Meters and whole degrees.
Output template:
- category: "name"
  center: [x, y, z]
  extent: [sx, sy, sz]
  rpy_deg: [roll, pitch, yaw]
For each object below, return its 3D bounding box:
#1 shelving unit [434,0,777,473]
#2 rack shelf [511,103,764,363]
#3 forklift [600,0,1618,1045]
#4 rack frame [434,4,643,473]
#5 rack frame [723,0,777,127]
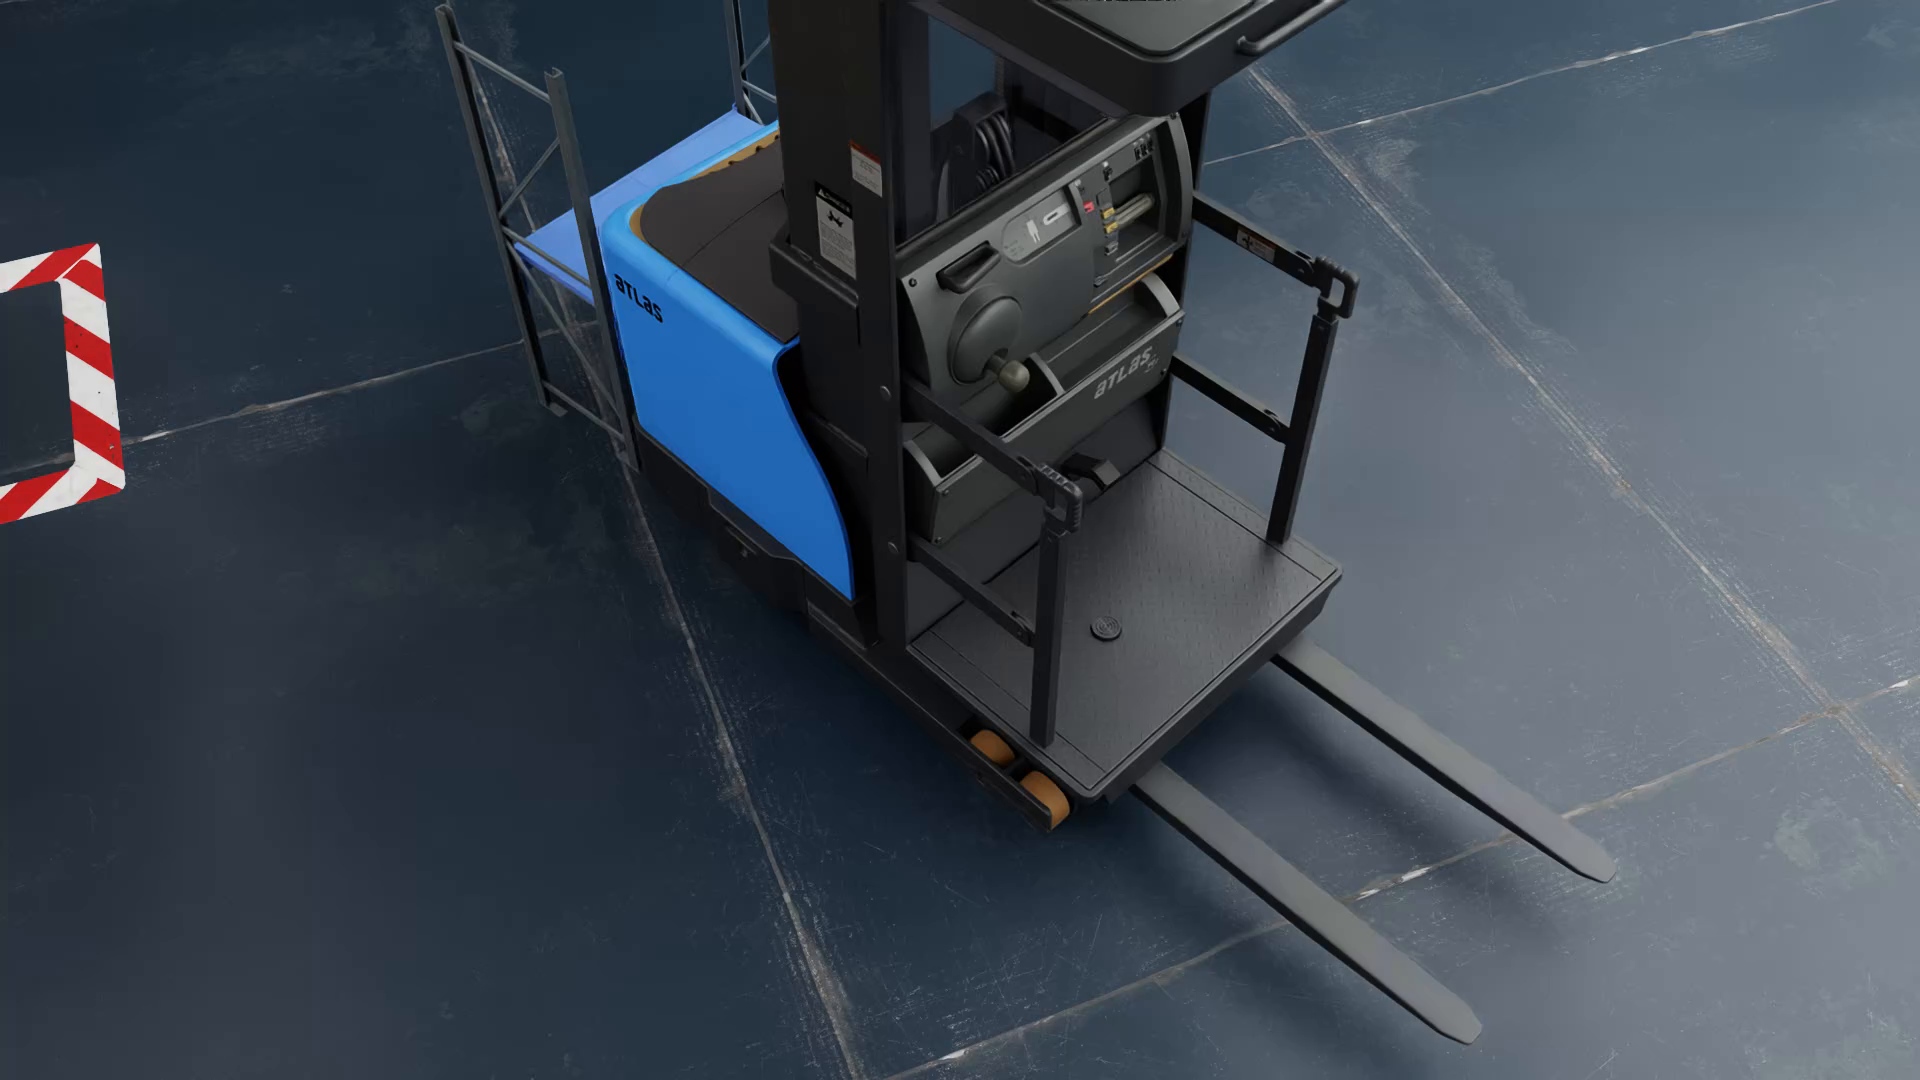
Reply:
- category: "shelving unit"
  center: [-0.896, -1.130, 5.232]
  extent: [0.538, 1.500, 1.048]
  rpy_deg: [33, 57, 25]
- category: "rack shelf"
  center: [-0.896, -1.013, 5.369]
  extent: [0.538, 0.185, 1.000]
  rpy_deg: [33, 57, 25]
- category: "forklift"
  center: [0.376, -0.608, 3.840]
  extent: [1.130, 2.935, 3.031]
  rpy_deg: [-37, 59, -27]
- category: "rack frame"
  center: [-1.228, -0.839, 4.982]
  extent: [0.500, 1.500, 0.032]
  rpy_deg: [33, 57, 25]
- category: "rack frame"
  center: [-0.563, -1.422, 5.483]
  extent: [0.500, 1.500, 0.032]
  rpy_deg: [33, 57, 25]
